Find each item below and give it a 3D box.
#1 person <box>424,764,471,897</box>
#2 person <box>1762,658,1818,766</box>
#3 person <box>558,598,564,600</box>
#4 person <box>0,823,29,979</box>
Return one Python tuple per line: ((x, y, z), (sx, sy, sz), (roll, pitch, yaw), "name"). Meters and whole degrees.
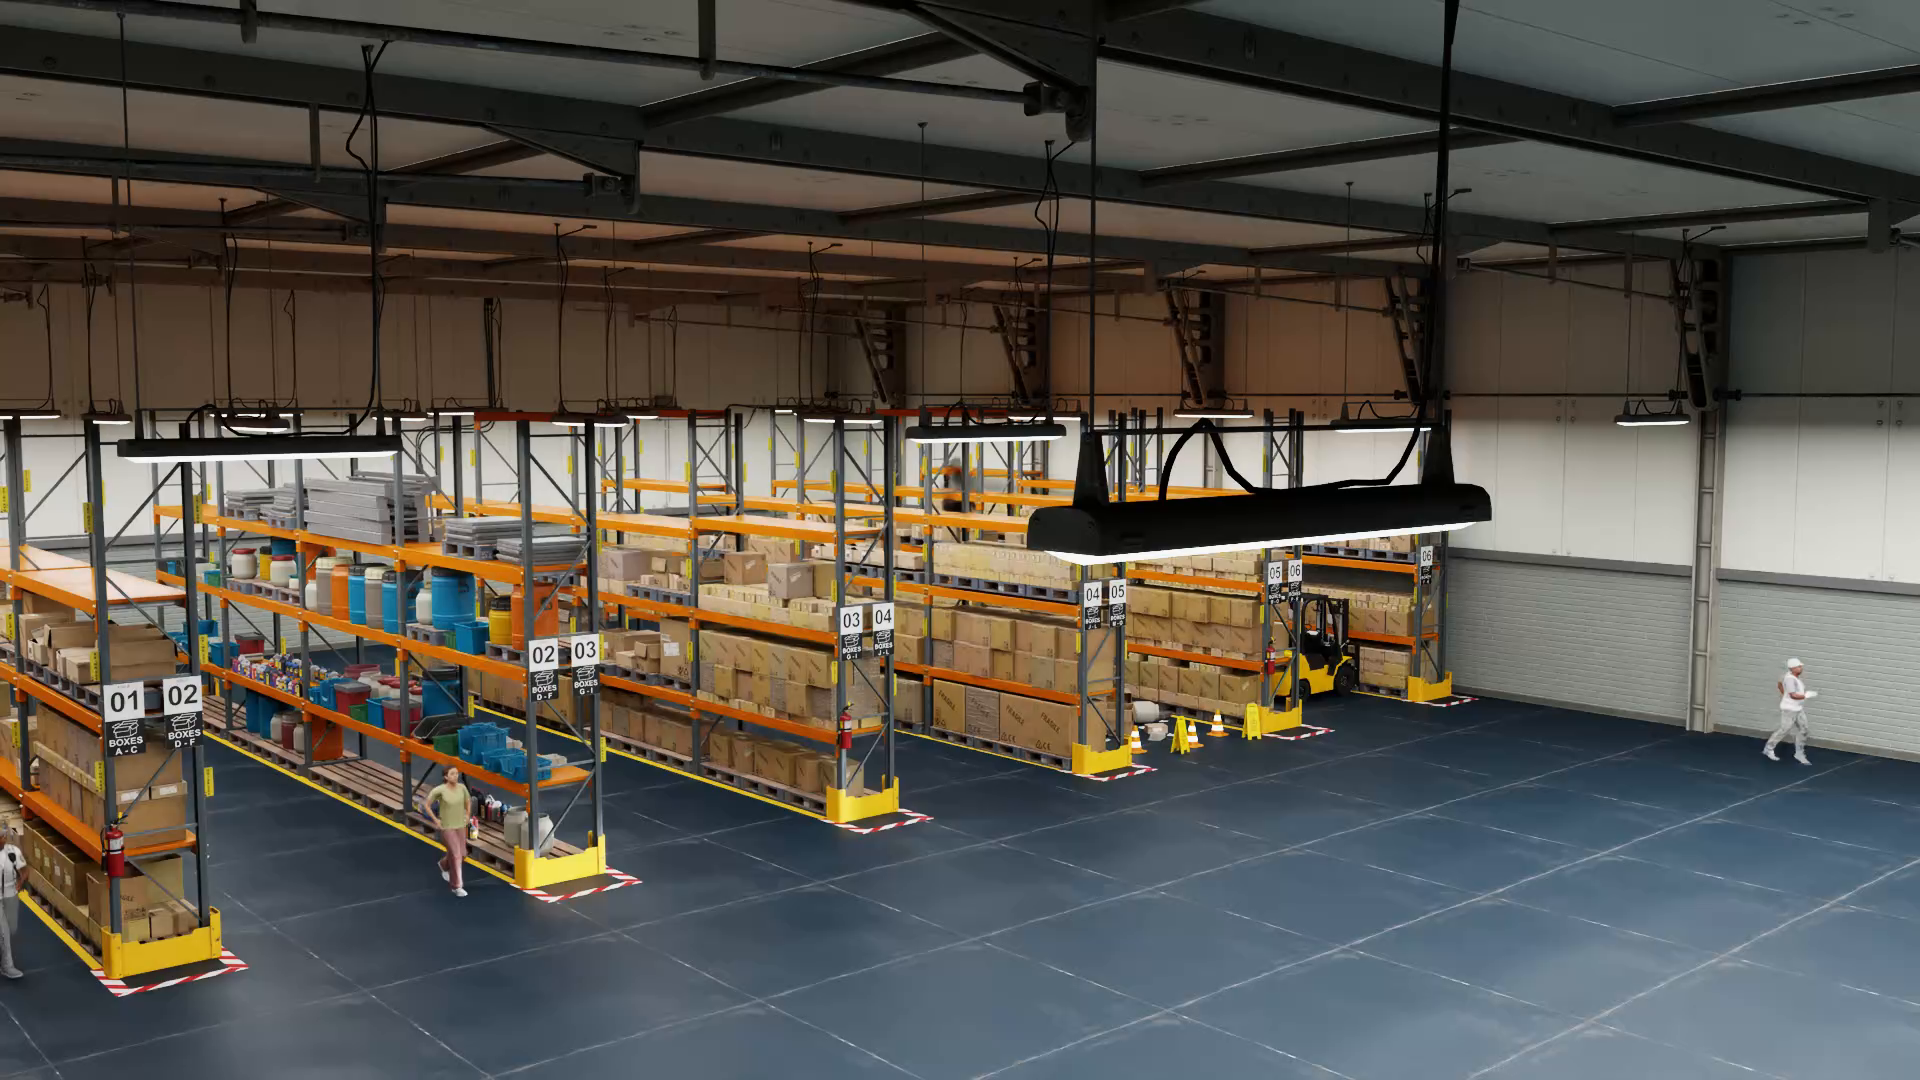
((-6.497, 3.654, 21.135), (0.723, 1.658, 0.598), (5, 7, 43), "person")
((14.214, 2.942, 28.447), (0.821, 1.856, 0.673), (4, 6, 38), "person")
((-9.753, 2.019, 39.270), (1.013, 1.724, 0.835), (0, 5, 2), "person")
((-10.505, 3.886, 18.145), (0.835, 1.669, 0.600), (4, 7, 40), "person")
